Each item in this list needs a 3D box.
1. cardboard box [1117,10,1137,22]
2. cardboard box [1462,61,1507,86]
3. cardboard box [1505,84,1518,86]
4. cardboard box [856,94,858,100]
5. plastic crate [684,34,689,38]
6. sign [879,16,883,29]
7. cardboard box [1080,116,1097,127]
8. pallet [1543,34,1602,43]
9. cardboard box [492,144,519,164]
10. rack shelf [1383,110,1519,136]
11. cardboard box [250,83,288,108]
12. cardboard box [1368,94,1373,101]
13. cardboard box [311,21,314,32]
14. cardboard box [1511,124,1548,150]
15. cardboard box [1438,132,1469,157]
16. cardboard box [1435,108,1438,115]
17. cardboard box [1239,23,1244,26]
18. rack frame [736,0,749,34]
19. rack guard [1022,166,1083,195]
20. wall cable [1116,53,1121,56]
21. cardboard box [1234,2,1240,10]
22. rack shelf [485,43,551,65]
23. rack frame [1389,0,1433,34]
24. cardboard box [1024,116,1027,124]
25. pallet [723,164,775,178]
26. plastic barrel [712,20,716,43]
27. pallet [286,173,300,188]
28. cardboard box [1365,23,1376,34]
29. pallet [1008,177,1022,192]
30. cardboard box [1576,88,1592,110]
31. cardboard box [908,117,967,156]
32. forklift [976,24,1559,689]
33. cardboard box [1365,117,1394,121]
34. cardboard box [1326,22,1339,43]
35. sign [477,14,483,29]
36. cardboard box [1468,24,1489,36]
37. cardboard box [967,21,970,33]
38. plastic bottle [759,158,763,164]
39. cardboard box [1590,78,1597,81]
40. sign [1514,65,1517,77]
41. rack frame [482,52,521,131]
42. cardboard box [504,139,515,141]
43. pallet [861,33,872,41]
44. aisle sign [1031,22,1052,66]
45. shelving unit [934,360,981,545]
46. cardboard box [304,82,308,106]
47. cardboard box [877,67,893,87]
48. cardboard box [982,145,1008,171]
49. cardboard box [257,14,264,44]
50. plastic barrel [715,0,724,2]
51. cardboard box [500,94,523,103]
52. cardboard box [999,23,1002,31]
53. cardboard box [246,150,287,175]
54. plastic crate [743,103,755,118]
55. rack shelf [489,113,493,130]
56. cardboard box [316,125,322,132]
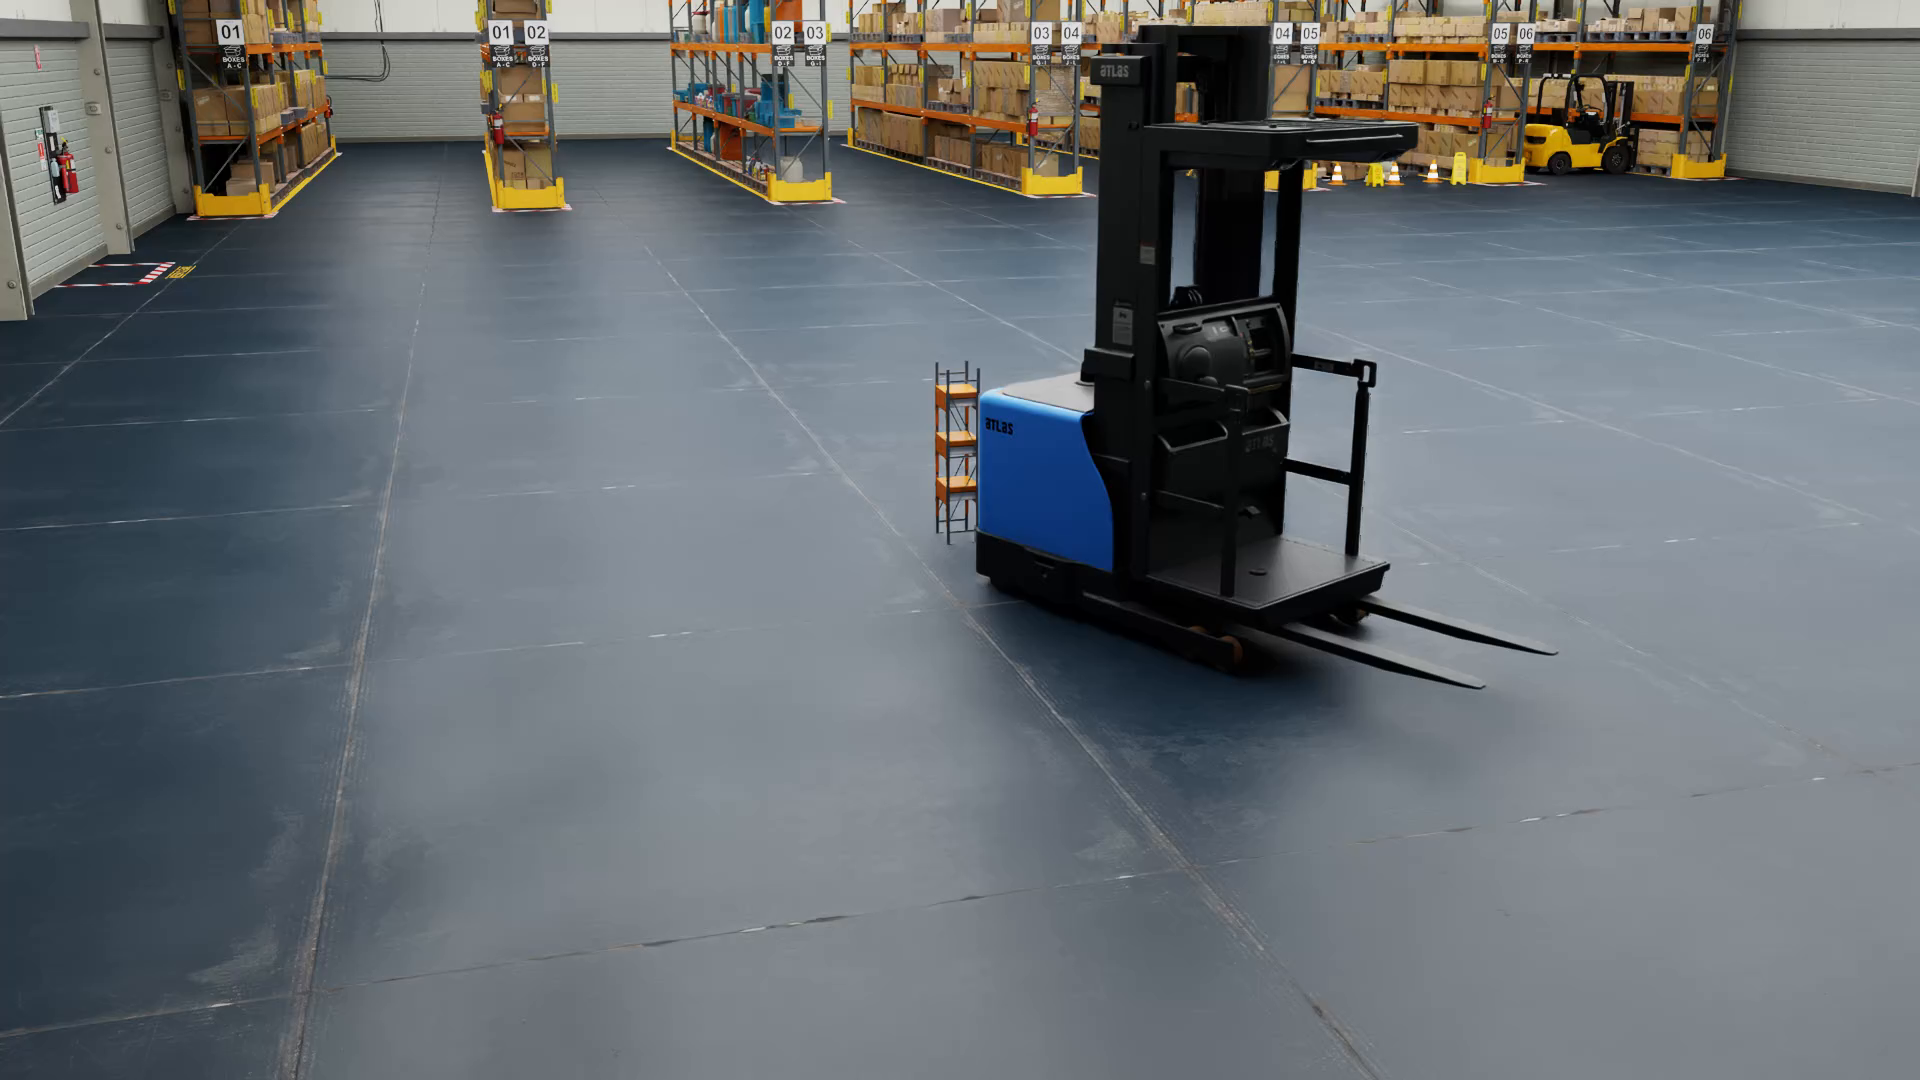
[{"bbox_3d":[4.055,-12.722,40.373,0.396,0.266,0.258,-5,17,-15],"label":"cardboard box"},{"bbox_3d":[10.996,-9.779,34.866,0.700,0.500,0.500,-5,17,-17],"label":"cardboard box"},{"bbox_3d":[14.069,-11.333,41.859,0.500,0.250,0.500,-5,17,-17],"label":"cardboard box"},{"bbox_3d":[-2.657,-12.242,45.930,0.380,0.149,0.250,-5,17,-17],"label":"cardboard box"},{"bbox_3d":[-6.800,-12.713,42.139,0.416,0.233,0.300,-5,17,-15],"label":"plastic crate"},{"bbox_3d":[-2.014,-13.200,42.431,0.100,0.325,0.005,-5,17,-15],"label":"sign"},{"bbox_3d":[3.414,-10.877,43.260,0.500,0.250,0.500,-4,17,-14],"label":"cardboard box"},{"bbox_3d":[14.763,-12.074,40.052,0.805,0.209,1.217,-5,18,-17],"label":"pallet"},{"bbox_3d":[-8.706,-7.341,31.922,0.500,0.500,0.500,-5,17,-15],"label":"cardboard box"},{"bbox_3d":[10.796,-9.195,36.599,1.077,0.370,4.000,-5,17,-15],"label":"rack shelf"},{"bbox_3d":[-14.350,-9.218,34.486,0.700,0.500,0.500,-6,18,-20],"label":"cardboard box"},{"bbox_3d":[9.784,-10.368,38.962,0.380,0.149,0.250,-5,17,-17],"label":"cardboard box"},{"bbox_3d":[-15.979,-12.456,40.349,0.500,0.250,0.500,-5,17,-17],"label":"cardboard box"},{"bbox_3d":[14.450,-10.116,41.814,0.875,0.625,0.625,-5,18,-18],"label":"cardboard box"},{"bbox_3d":[10.728,-8.575,36.030,0.500,0.500,0.500,-4,17,-13],"label":"cardboard box"},{"bbox_3d":[10.636,-9.377,36.391,0.380,0.149,0.250,-5,17,-15],"label":"cardboard box"},{"bbox_3d":[5.917,-10.479,33.942,0.380,0.149,0.250,-5,17,-16],"label":"cardboard box"},{"bbox_3d":[-4.044,-11.791,33.562,1.000,3.000,0.127,-5,17,-15],"label":"rack frame"},{"bbox_3d":[1.797,-7.027,32.475,1.175,0.500,0.348,-5,17,-15],"label":"rack guard"},{"bbox_3d":[5.377,-15.471,54.423,0.585,1.953,0.123,-5,17,-15],"label":"wall cable"},{"bbox_3d":[5.846,-10.932,34.065,0.380,0.149,0.250,-5,17,-16],"label":"cardboard box"},{"bbox_3d":[-8.258,-9.066,30.955,1.077,0.370,4.000,-5,17,-15],"label":"rack shelf"},{"bbox_3d":[10.247,-12.966,37.474,1.000,3.000,0.127,-5,17,-15],"label":"rack frame"},{"bbox_3d":[1.473,-8.214,32.520,0.380,0.149,0.250,-5,17,-15],"label":"cardboard box"},{"bbox_3d":[-4.636,-8.134,36.665,1.003,0.211,1.213,-5,17,-15],"label":"pallet"},{"bbox_3d":[-5.353,-11.404,37.294,0.421,0.512,0.421,0,17,0],"label":"plastic barrel"},{"bbox_3d":[-14.124,-7.352,34.061,1.003,0.211,1.213,-5,17,-15],"label":"pallet"},{"bbox_3d":[9.813,-11.949,38.834,0.500,0.250,0.500,-4,17,-15],"label":"cardboard box"},{"bbox_3d":[1.607,-7.116,33.274,1.003,0.211,1.213,-5,17,-15],"label":"pallet"},{"bbox_3d":[14.889,-10.391,39.155,0.500,0.500,0.500,-5,17,-17],"label":"cardboard box"},{"bbox_3d":[-0.551,-9.792,40.298,1.225,0.875,0.875,-6,18,-18],"label":"cardboard box"},{"bbox_3d":[1.445,-0.947,8.009,1.130,2.935,3.031,-15,22,-40],"label":"forklift"},{"bbox_3d":[12.280,-12.106,48.655,0.700,0.500,0.500,-5,18,-17],"label":"cardboard box"},{"bbox_3d":[9.398,-12.421,40.699,0.700,0.500,0.500,-5,17,-15],"label":"cardboard box"},{"bbox_3d":[-10.429,-11.275,36.161,0.100,0.325,0.005,-5,17,-15],"label":"sign"},{"bbox_3d":[10.946,-10.614,34.601,0.500,0.250,0.500,-5,17,-16],"label":"cardboard box"},{"bbox_3d":[0.364,-11.135,36.096,0.396,0.266,0.258,-4,17,-13],"label":"cardboard box"},{"bbox_3d":[-4.083,-7.615,33.928,0.144,0.351,0.185,-5,17,-15],"label":"plastic bottle"},{"bbox_3d":[14.996,-10.812,38.912,0.380,0.149,0.250,-4,17,-14],"label":"cardboard box"},{"bbox_3d":[14.452,-12.192,43.313,0.100,0.325,0.005,-5,17,-15],"label":"sign"},{"bbox_3d":[-12.106,-11.846,44.175,1.000,3.000,0.127,-5,17,-15],"label":"rack frame"},{"bbox_3d":[-10.390,-8.887,37.904,0.500,0.500,0.500,-4,17,-13],"label":"cardboard box"},{"bbox_3d":[-2.027,-13.480,44.554,1.003,0.211,1.213,-5,17,-15],"label":"pallet"},{"bbox_3d":[1.546,-9.407,31.535,0.394,0.787,0.004,-5,17,-15],"label":"aisle sign"},{"bbox_3d":[-0.015,-0.518,9.850,0.215,1.050,0.252,-5,17,-15],"label":"shelving unit"},{"bbox_3d":[-14.977,-10.022,37.375,0.500,0.500,0.500,-4,17,-14],"label":"cardboard box"},{"bbox_3d":[-1.864,-12.058,43.319,0.500,0.500,0.500,-4,17,-14],"label":"cardboard box"},{"bbox_3d":[0.790,-8.199,35.649,0.500,0.500,0.500,-5,18,-17],"label":"cardboard box"},{"bbox_3d":[-12.878,-9.217,30.000,0.500,0.500,0.500,-5,18,-17],"label":"cardboard box"},{"bbox_3d":[-5.296,-12.025,38.078,0.600,0.830,0.708,-5,17,-15],"label":"plastic barrel"},{"bbox_3d":[-7.997,-7.870,29.636,0.380,0.149,0.250,-5,17,-16],"label":"cardboard box"},{"bbox_3d":[1.009,-10.324,33.462,0.380,0.149,0.250,-4,17,-14],"label":"cardboard box"},{"bbox_3d":[-14.080,-7.633,33.731,0.700,0.500,0.500,-4,17,-15],"label":"cardboard box"},{"bbox_3d":[-4.022,-8.733,33.919,0.767,0.338,0.504,-5,17,-15],"label":"plastic crate"},{"bbox_3d":[-9.357,-8.736,35.070,1.077,0.370,4.000,-5,17,-15],"label":"rack shelf"},{"bbox_3d":[-15.937,-10.130,40.950,0.380,0.149,0.250,-5,17,-17],"label":"cardboard box"}]
